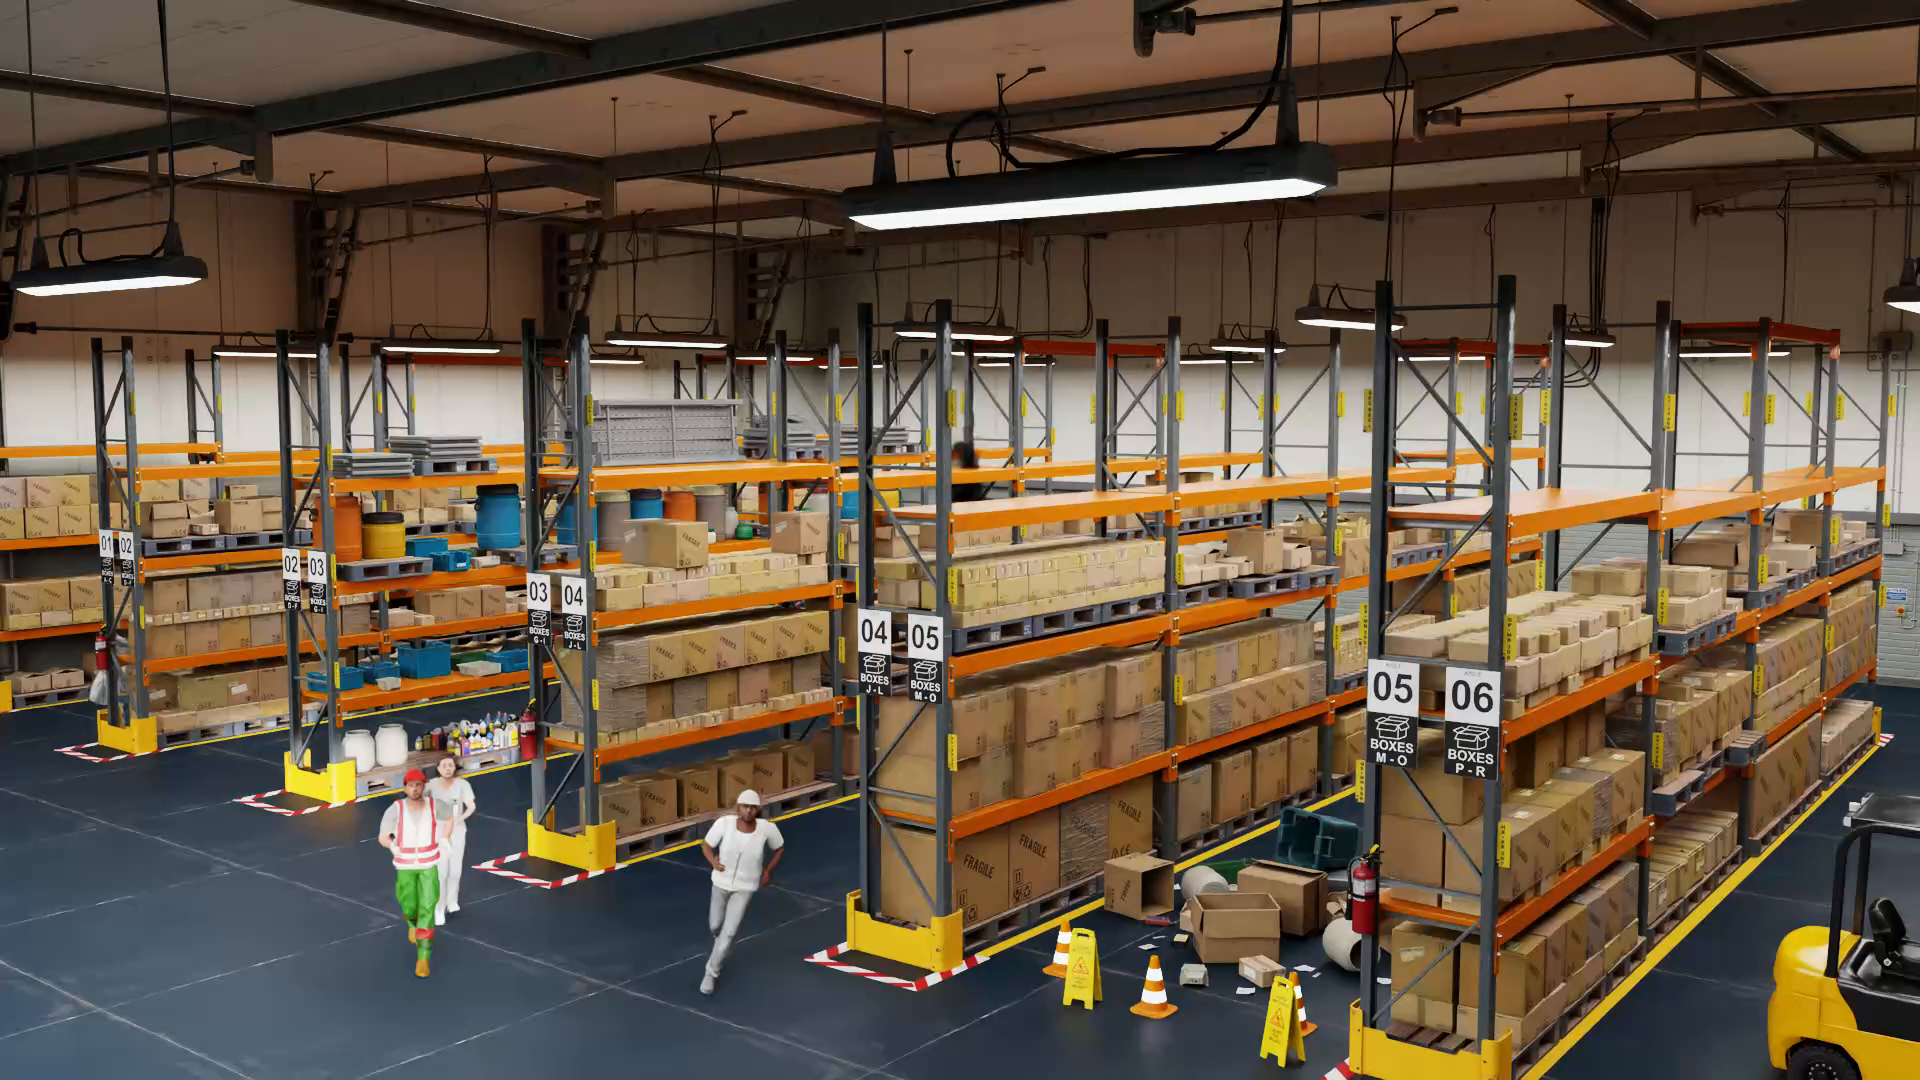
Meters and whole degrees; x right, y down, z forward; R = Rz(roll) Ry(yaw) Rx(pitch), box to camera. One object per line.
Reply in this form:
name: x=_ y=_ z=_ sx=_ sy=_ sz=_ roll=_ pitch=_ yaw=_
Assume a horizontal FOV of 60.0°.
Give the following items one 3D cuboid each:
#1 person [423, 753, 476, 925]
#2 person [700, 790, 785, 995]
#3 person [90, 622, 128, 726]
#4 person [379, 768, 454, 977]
person: x=-5.046 y=2.930 z=16.316 sx=0.579 sy=1.708 sz=0.699 roll=-2 pitch=5 yaw=-24
person: x=-1.921 y=3.035 z=14.679 sx=0.707 sy=1.728 sz=0.924 roll=0 pitch=5 yaw=4
person: x=-13.134 y=2.064 z=25.649 sx=0.656 sy=1.739 sz=0.587 roll=3 pitch=6 yaw=28
person: x=-4.904 y=2.947 z=15.039 sx=0.654 sy=1.776 sz=0.985 roll=-2 pitch=5 yaw=-17
